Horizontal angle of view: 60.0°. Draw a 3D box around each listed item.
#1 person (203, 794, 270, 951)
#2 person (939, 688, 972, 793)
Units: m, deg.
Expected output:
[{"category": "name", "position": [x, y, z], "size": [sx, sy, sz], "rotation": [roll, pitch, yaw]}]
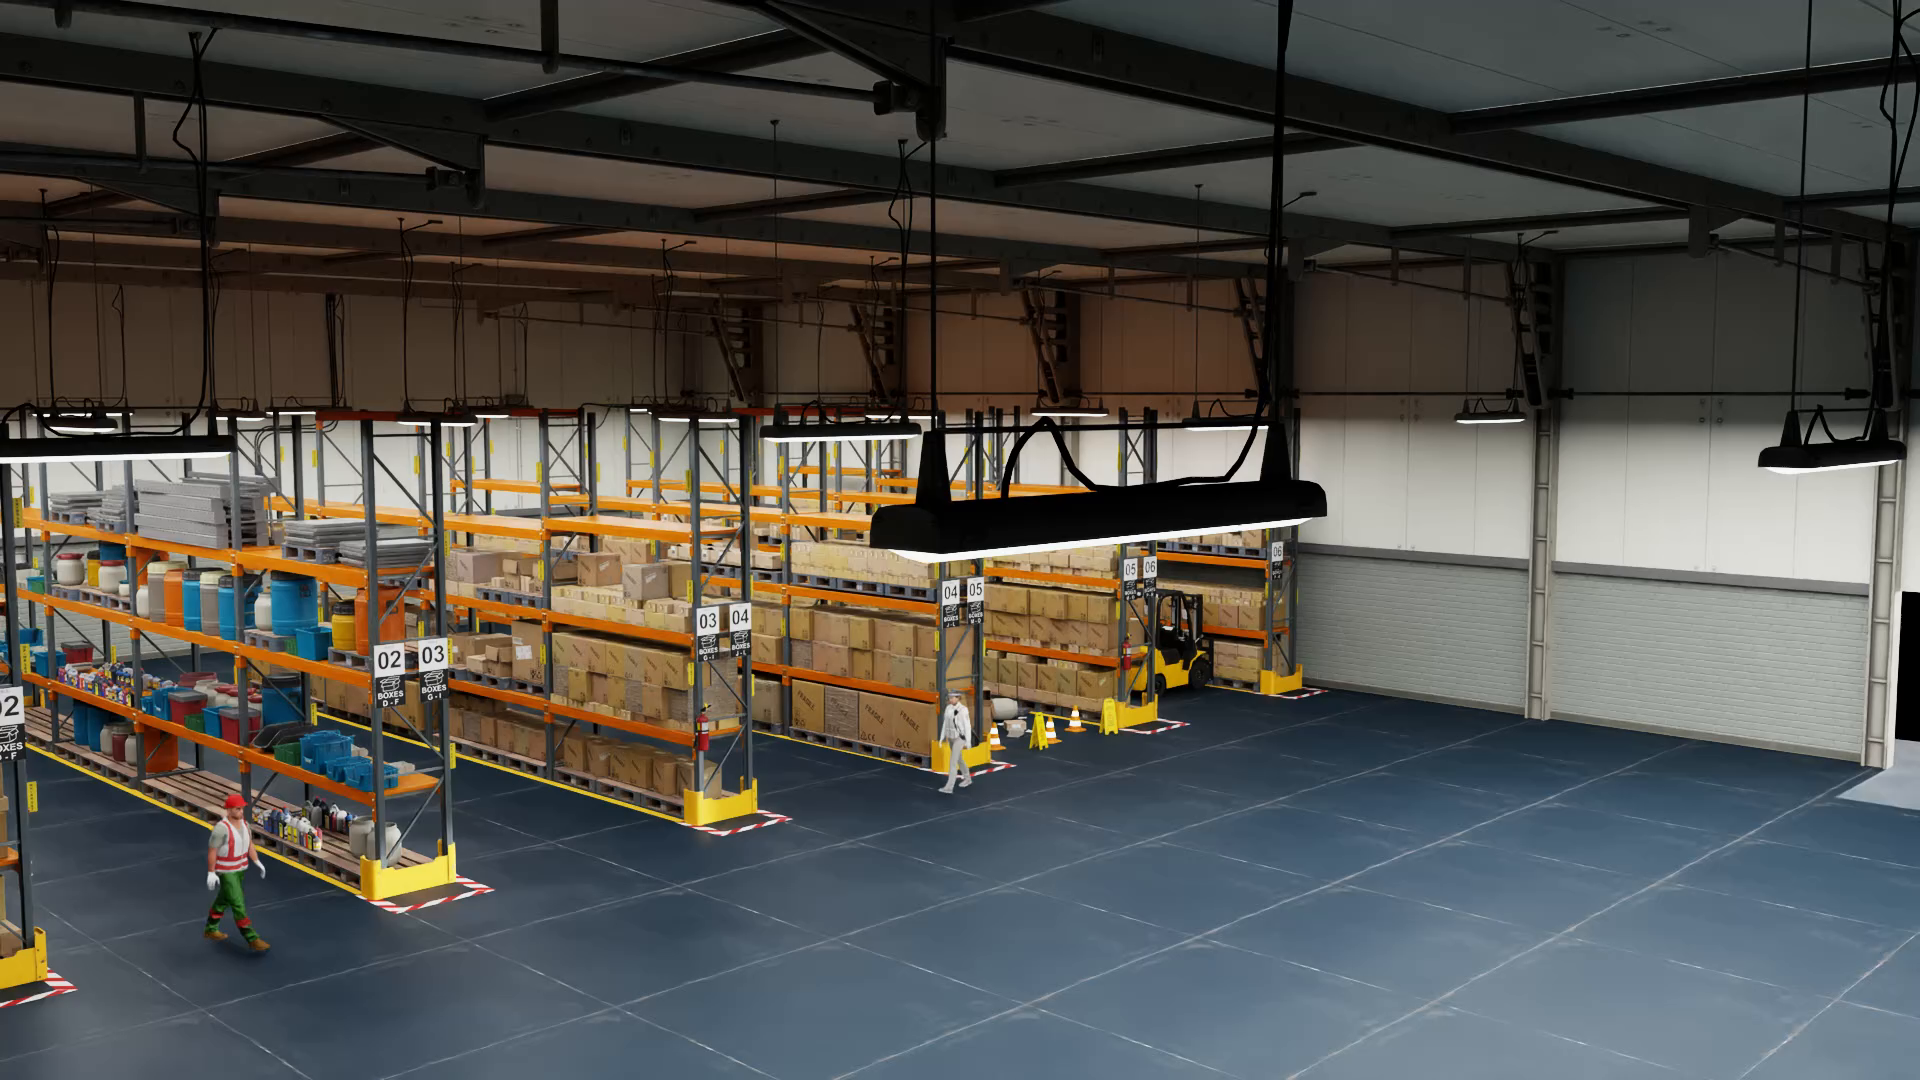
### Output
[{"category": "person", "position": [-8.235, 3.754, 18.945], "size": [1.052, 1.722, 0.576], "rotation": [1, 5, 15]}, {"category": "person", "position": [-0.100, 3.172, 26.436], "size": [0.866, 1.626, 0.491], "rotation": [-4, 6, -38]}]
